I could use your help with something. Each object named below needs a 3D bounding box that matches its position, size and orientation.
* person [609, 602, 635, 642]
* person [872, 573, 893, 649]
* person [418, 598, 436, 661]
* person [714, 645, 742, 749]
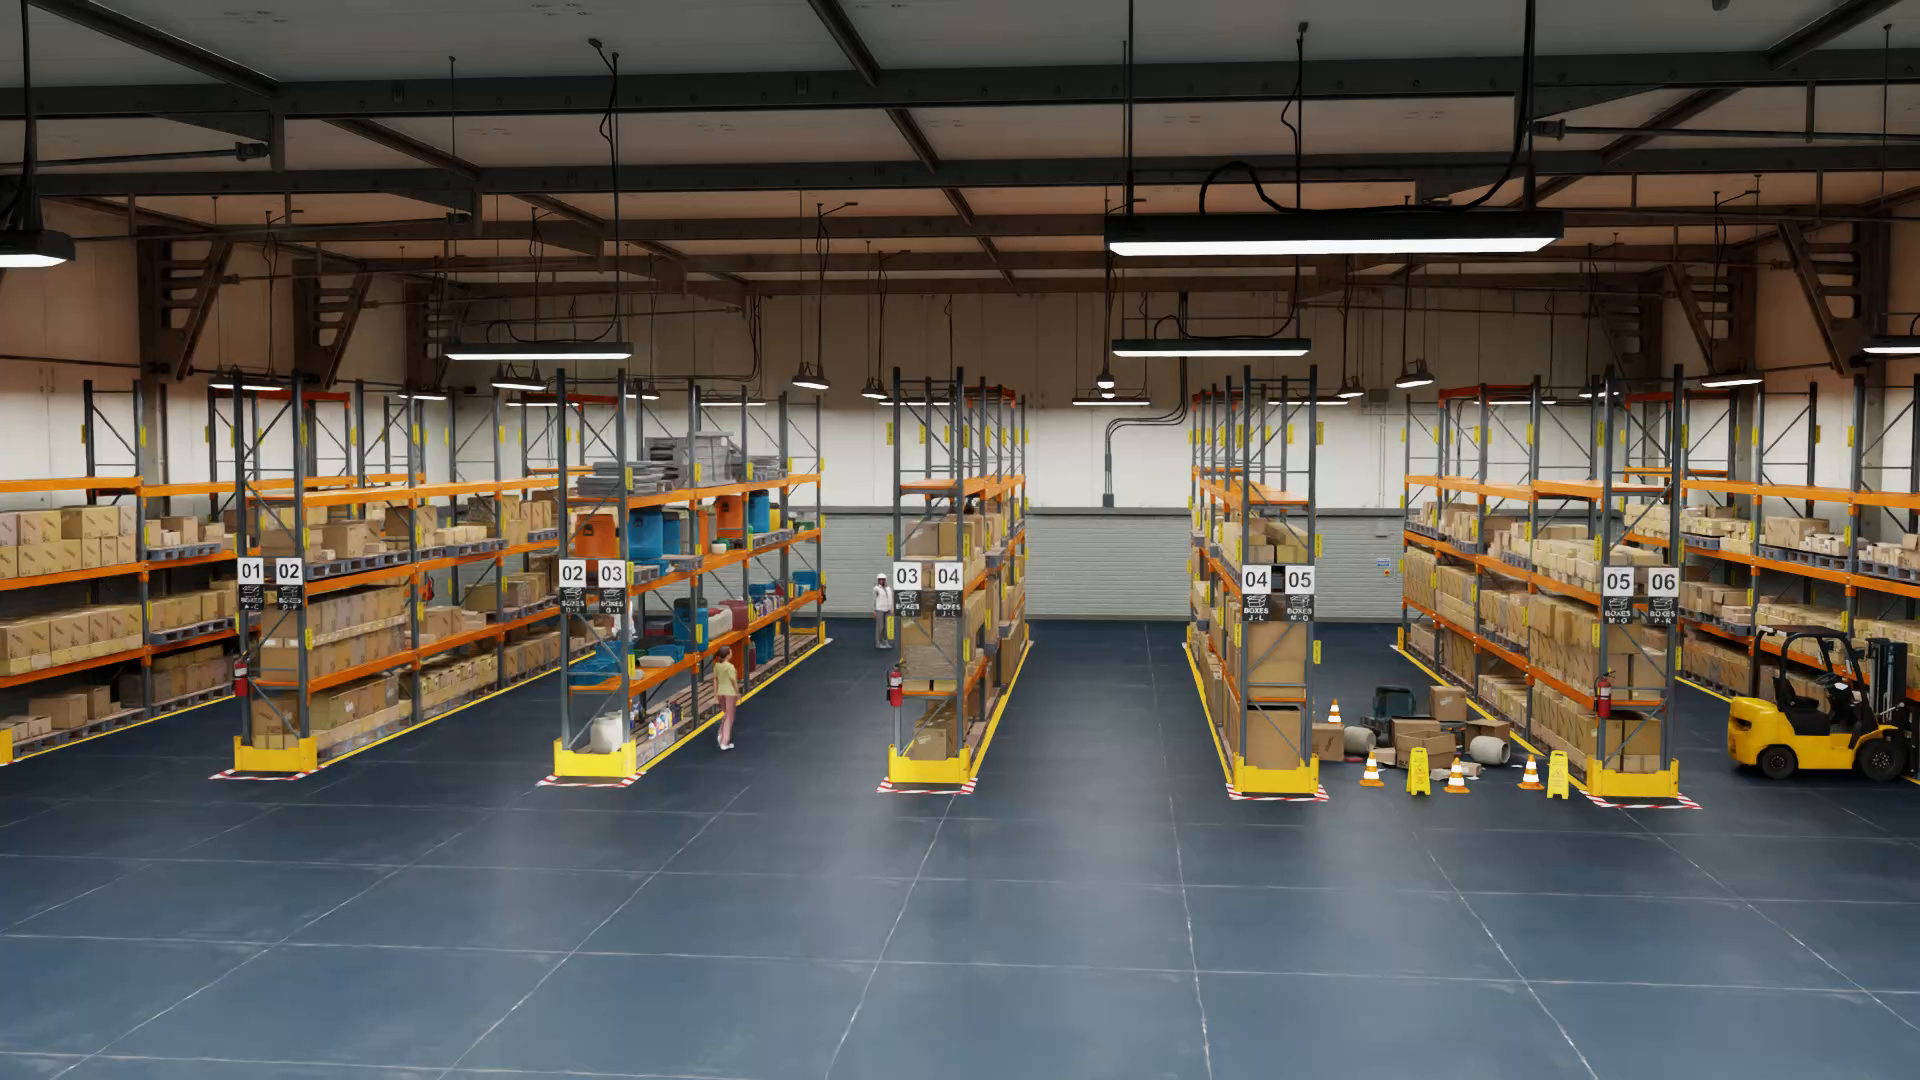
[{"bbox_3d":[-7.193,1.907,35.273,0.483,1.729,0.975,1,4,12],"label":"person"},{"bbox_3d":[-1.794,1.693,39.368,0.431,1.823,0.551,3,4,37],"label":"person"},{"bbox_3d":[-10.990,2.054,34.209,0.544,1.719,0.361,-3,5,-42],"label":"person"},{"bbox_3d":[-3.695,2.509,26.581,0.465,1.676,0.458,2,4,35],"label":"person"}]
